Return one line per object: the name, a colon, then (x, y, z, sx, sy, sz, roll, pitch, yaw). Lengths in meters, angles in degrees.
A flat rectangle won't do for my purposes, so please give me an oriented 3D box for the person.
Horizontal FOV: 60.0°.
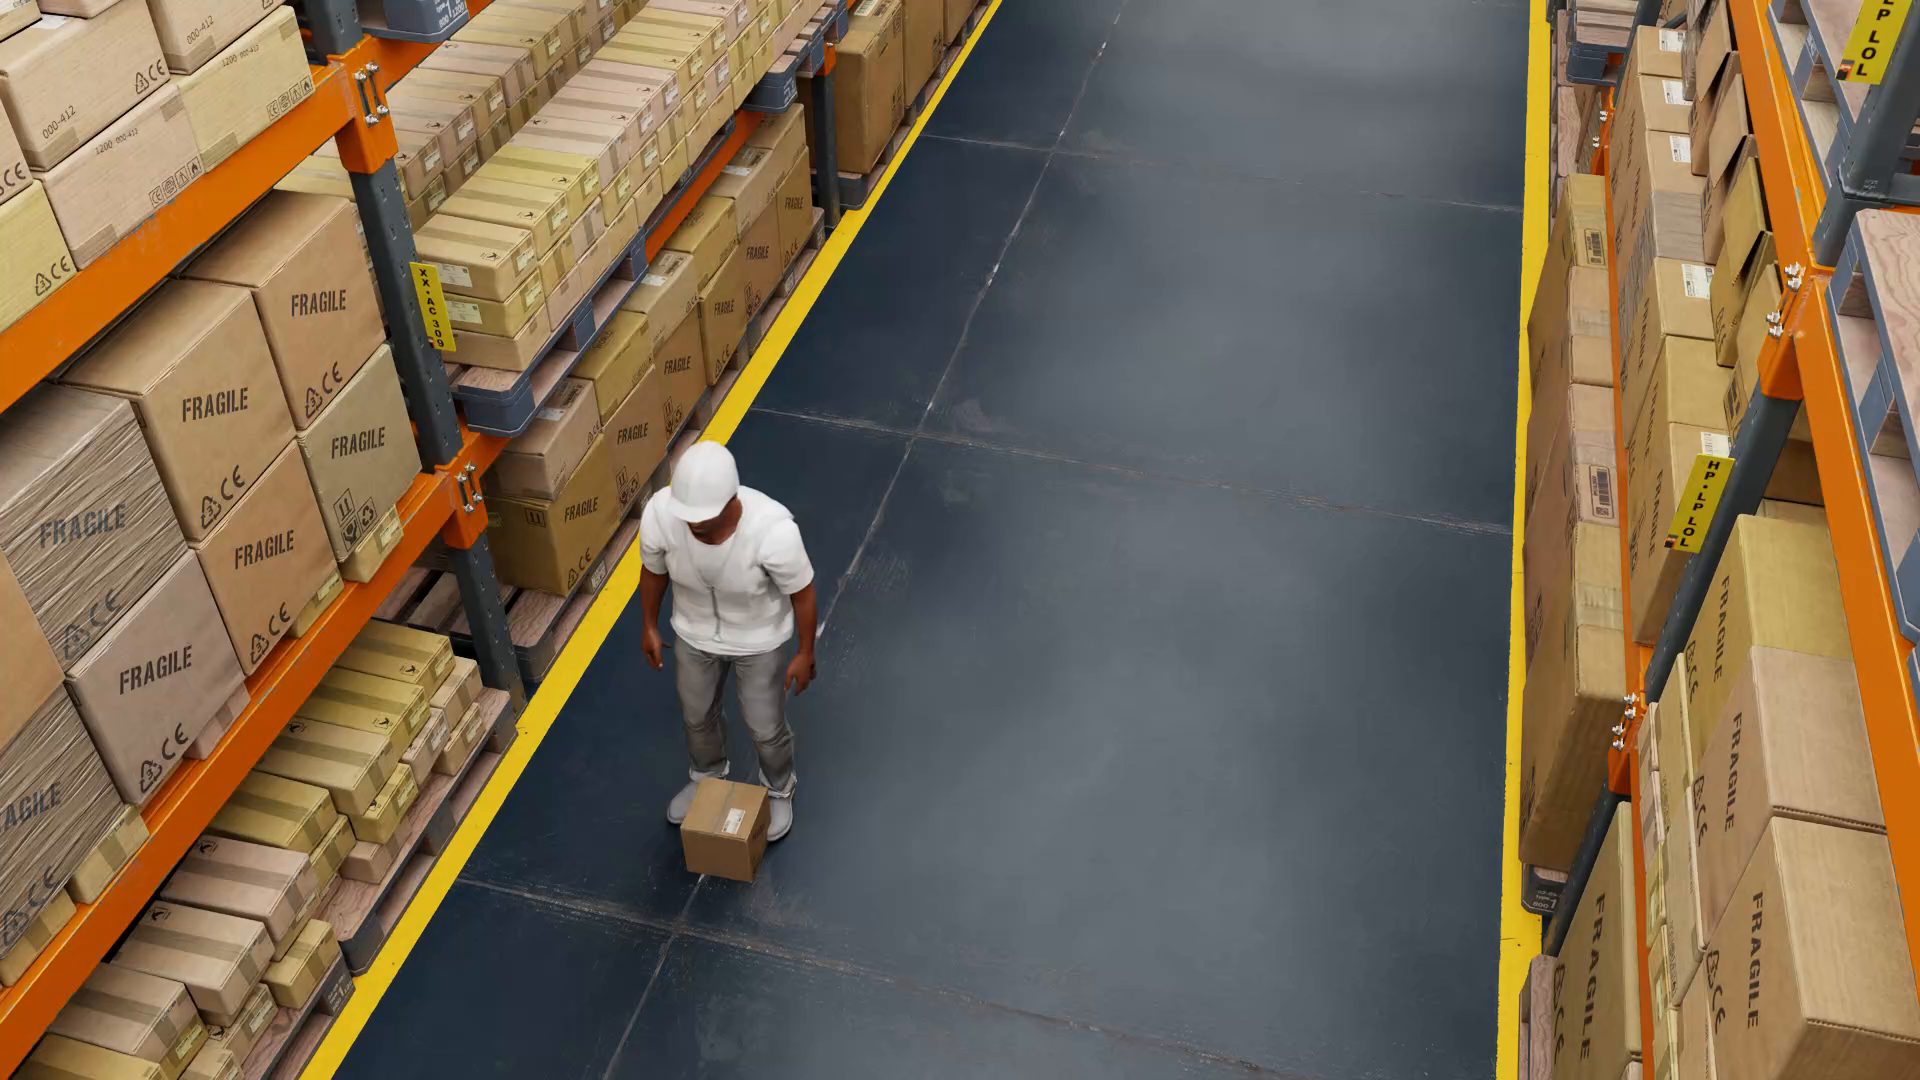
person: (-0.803, 0.345, 5.744, 0.635, 1.760, 0.463, 9, 42, 11)
